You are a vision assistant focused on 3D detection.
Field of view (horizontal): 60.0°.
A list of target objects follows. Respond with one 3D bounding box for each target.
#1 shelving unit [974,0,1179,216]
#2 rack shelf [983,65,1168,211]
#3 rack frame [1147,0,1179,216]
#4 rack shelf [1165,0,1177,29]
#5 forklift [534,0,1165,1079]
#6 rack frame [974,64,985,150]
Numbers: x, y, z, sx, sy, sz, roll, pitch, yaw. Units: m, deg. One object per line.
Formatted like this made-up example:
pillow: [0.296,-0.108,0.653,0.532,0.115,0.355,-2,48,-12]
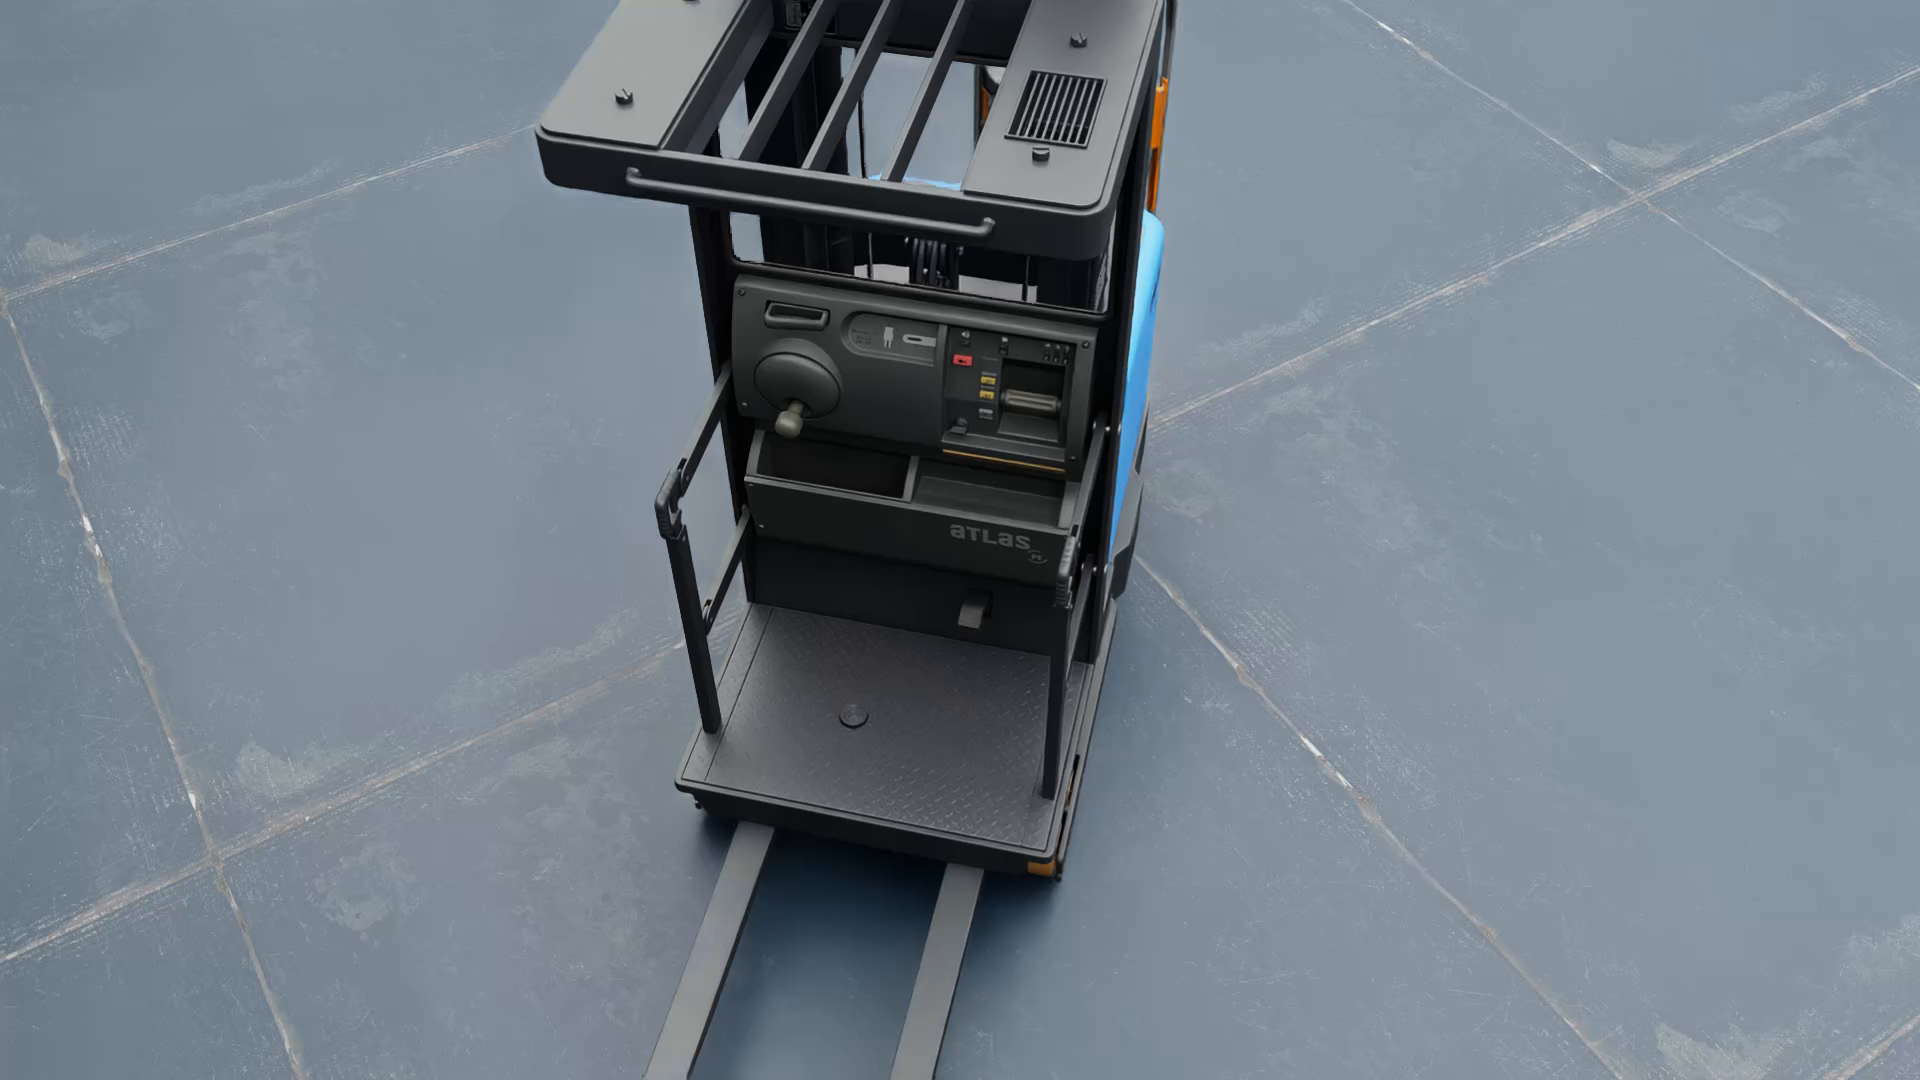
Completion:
shelving unit: [0.362,-1.369,5.563,0.503,2.100,0.431,-21,51,-17]
rack shelf: [0.362,-1.360,5.574,0.480,0.518,0.431,-21,51,-17]
rack frame: [0.580,-1.451,5.636,0.015,2.100,0.400,-21,51,-17]
rack shelf: [0.362,-1.826,5.051,0.480,0.518,0.431,-21,51,-17]
forklift: [-0.173,-0.311,4.064,1.130,2.935,3.031,10,49,9]
rack frame: [0.144,-1.288,5.491,0.015,2.100,0.400,-21,51,-17]
